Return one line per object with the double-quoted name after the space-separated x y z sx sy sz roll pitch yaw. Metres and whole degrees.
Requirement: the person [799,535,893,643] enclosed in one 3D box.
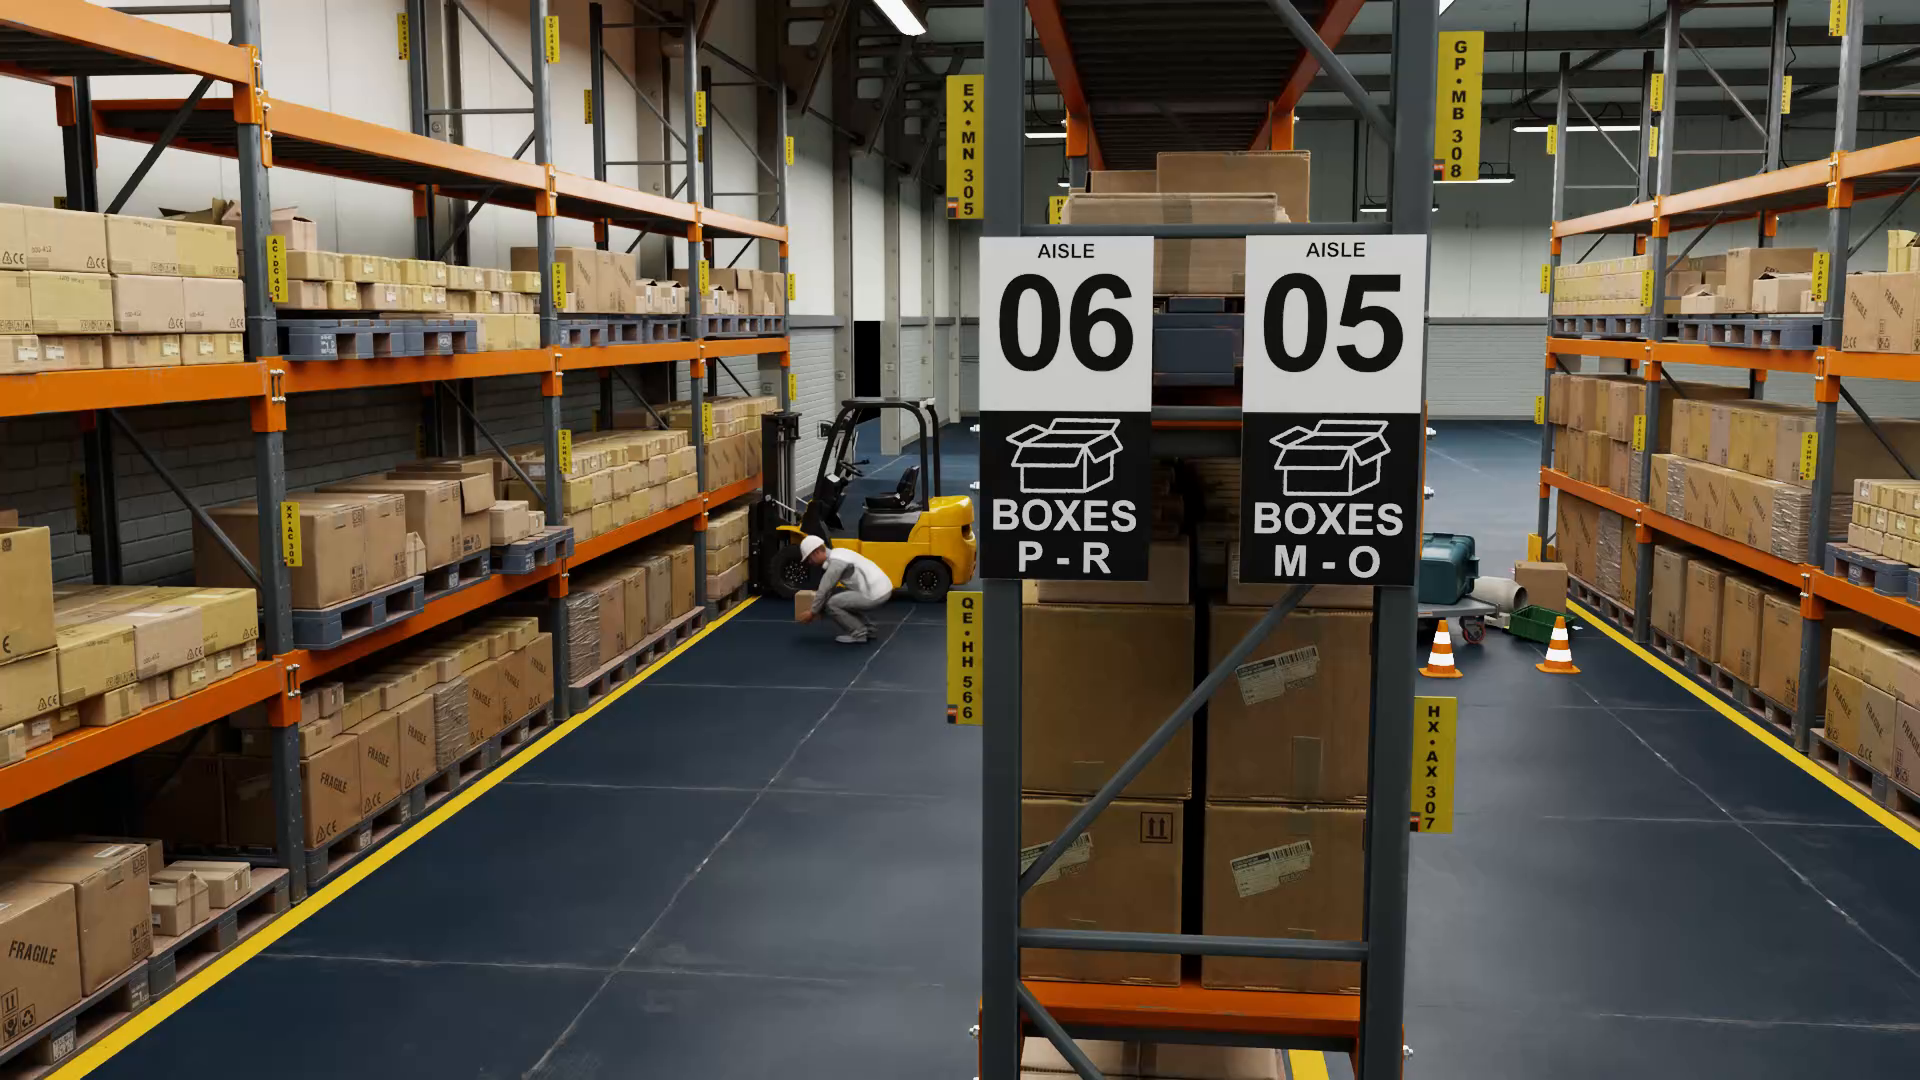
-1.077 0.455 15.693 0.867 1.009 0.541 1 8 6 "person"
